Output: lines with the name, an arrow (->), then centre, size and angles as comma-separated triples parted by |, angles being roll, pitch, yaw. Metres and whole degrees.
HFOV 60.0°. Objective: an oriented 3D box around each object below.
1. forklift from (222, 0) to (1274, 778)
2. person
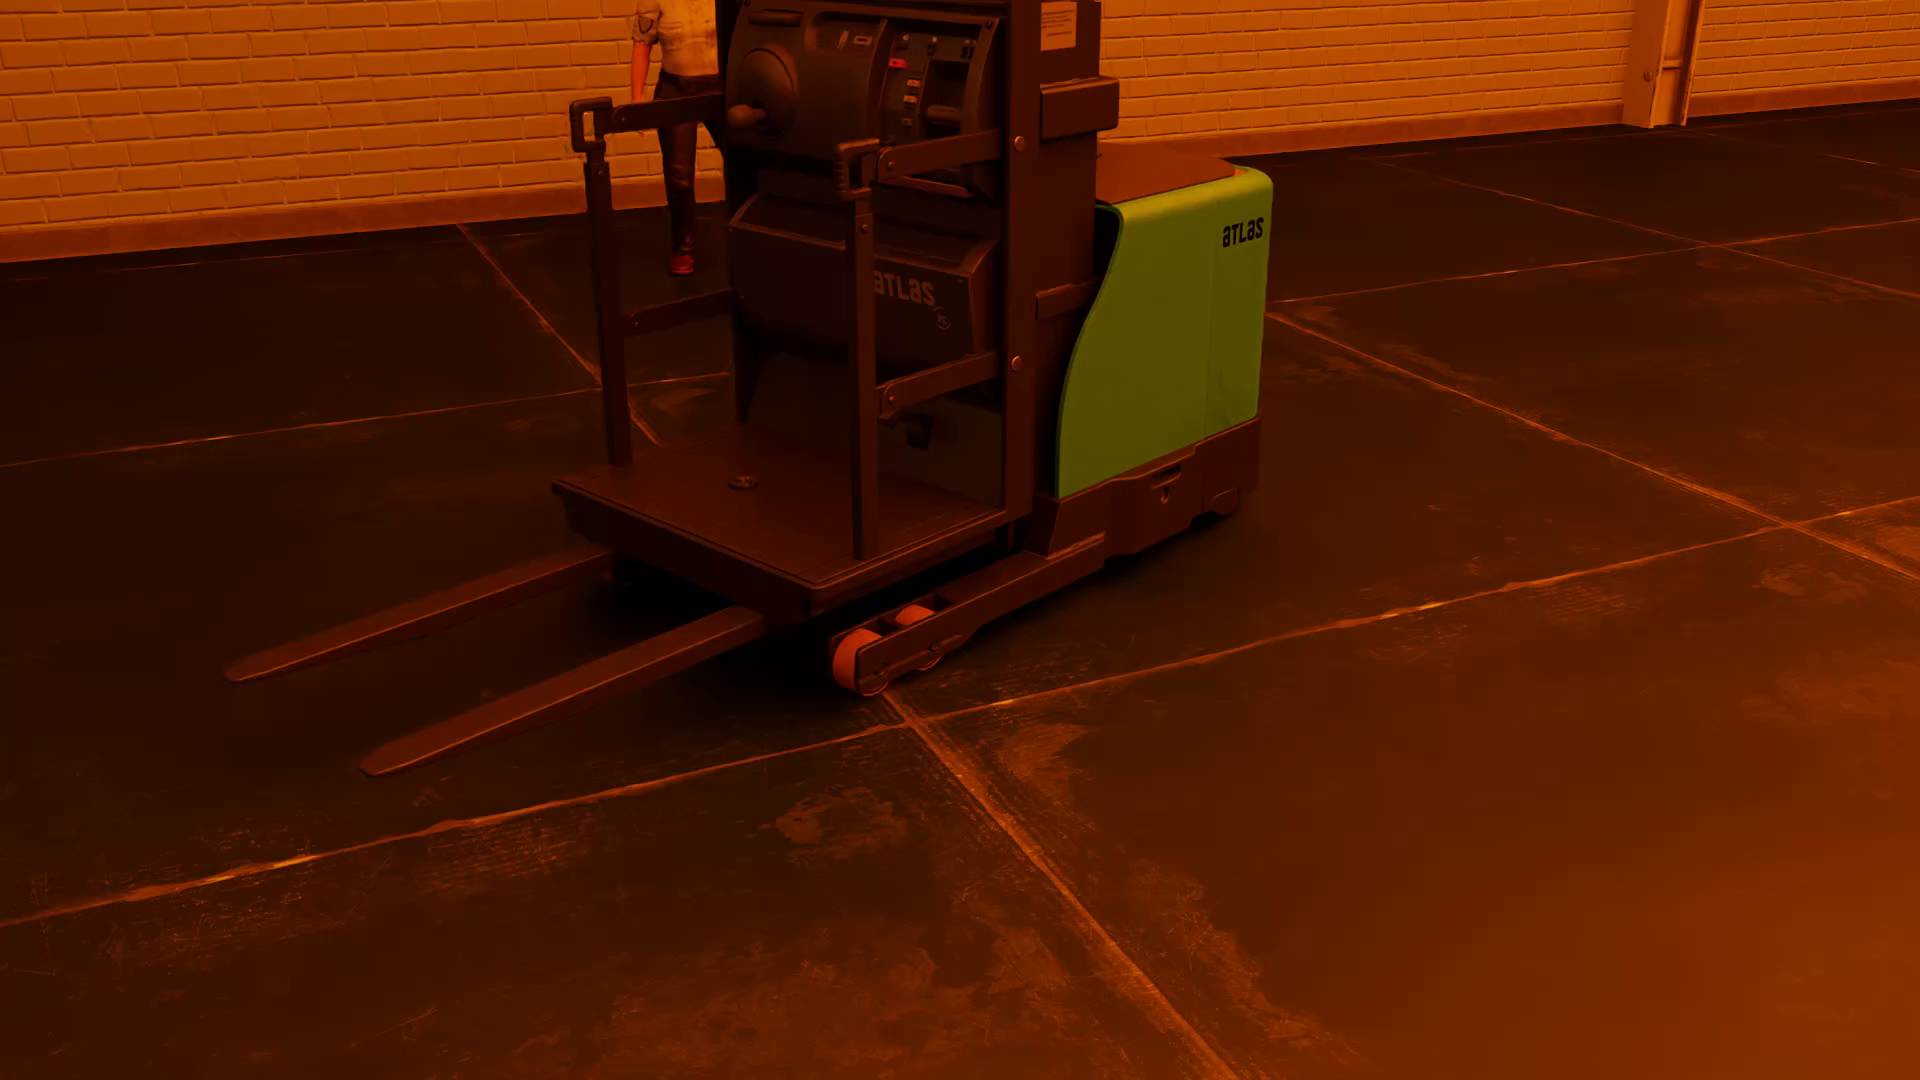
forklift -> -0.413, -1.182, 4.131 | 1.130, 2.935, 3.031 | 19, 29, 39
person -> -1.242, -2.118, 8.084 | 0.704, 1.632, 0.402 | -7, 23, -16
